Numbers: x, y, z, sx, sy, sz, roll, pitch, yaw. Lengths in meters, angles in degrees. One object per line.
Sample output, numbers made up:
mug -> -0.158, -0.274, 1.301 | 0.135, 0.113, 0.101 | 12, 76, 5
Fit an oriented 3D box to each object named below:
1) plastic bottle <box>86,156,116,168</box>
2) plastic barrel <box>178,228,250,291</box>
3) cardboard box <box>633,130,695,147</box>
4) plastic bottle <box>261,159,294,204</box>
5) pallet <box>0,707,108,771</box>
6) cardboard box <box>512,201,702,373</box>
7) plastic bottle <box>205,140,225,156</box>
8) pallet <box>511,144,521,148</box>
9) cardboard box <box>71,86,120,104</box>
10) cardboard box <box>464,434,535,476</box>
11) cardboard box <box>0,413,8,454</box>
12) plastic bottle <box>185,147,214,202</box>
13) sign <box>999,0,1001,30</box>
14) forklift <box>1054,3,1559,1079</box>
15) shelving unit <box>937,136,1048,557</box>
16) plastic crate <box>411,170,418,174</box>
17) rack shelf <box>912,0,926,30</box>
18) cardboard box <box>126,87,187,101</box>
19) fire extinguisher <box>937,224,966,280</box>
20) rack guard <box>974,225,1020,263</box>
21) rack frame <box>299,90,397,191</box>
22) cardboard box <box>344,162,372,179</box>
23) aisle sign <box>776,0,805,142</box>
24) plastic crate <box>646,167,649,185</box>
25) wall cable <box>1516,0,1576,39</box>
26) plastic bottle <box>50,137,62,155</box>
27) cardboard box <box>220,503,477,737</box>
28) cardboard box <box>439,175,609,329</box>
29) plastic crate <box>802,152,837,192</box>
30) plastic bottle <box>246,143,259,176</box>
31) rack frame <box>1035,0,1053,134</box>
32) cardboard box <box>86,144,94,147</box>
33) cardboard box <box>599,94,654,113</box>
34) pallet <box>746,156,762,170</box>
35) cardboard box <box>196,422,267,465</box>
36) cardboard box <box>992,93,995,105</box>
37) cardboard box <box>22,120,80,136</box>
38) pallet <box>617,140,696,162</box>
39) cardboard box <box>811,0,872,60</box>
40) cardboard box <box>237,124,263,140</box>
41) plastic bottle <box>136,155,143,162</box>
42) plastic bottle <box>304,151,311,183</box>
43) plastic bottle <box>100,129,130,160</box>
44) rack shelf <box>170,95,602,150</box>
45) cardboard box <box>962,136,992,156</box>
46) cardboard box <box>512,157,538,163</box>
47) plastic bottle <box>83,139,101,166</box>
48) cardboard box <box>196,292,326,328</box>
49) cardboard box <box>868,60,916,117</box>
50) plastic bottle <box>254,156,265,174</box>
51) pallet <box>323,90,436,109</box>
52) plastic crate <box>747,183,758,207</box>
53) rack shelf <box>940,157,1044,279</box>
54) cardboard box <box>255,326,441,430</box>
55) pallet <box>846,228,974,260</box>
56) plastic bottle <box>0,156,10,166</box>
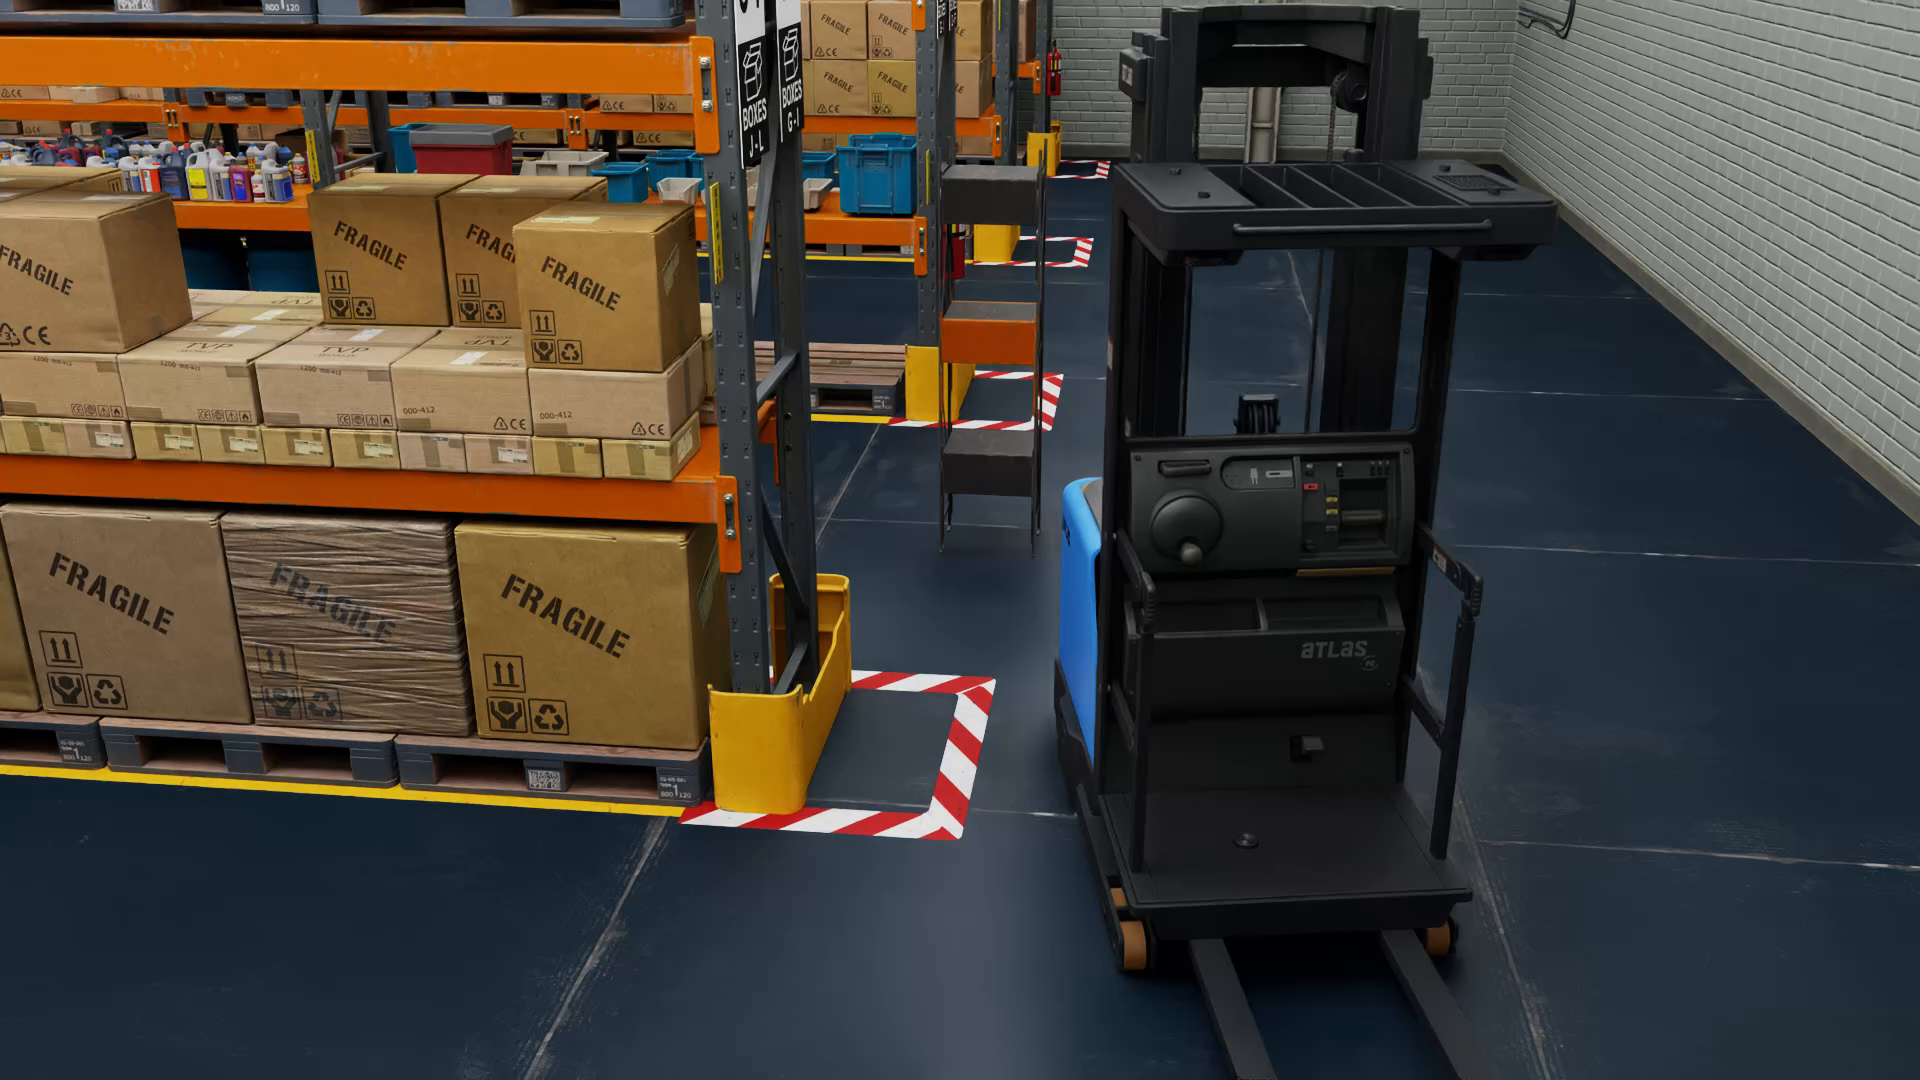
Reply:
plastic bottle -> -5.779, -2.448, 11.221 | 0.135, 0.276, 0.152 | 2, 22, 6
plastic barrel -> -5.363, -1.833, 11.780 | 0.708, 0.901, 0.600 | 2, 22, 6
cardboard box -> -3.617, -5.347, 20.737 | 0.750, 0.750, 0.750 | 3, 22, 7
plastic bottle -> -4.551, -2.395, 11.086 | 0.135, 0.276, 0.152 | 2, 22, 6
pallet -> -3.959, 0.613, 7.102 | 1.213, 0.211, 1.003 | 2, 22, 6
cardboard box -> -1.247, -0.914, 5.952 | 0.500, 0.500, 0.500 | 3, 22, 7
plastic bottle -> -5.318, -2.709, 11.871 | 0.133, 0.283, 0.061 | 2, 22, 6
pallet -> -6.154, -4.985, 21.262 | 1.213, 0.211, 1.003 | 2, 22, 6
cardboard box -> -8.433, -4.356, 16.220 | 0.250, 0.149, 0.380 | 2, 22, 6
cardboard box -> -1.634, -0.372, 6.143 | 0.250, 0.149, 0.380 | 3, 22, 6
cardboard box -> -3.666, -0.461, 6.367 | 0.250, 0.149, 0.380 | 2, 22, 5
plastic bottle -> -5.073, -2.451, 11.126 | 0.185, 0.351, 0.144 | 2, 22, 6
sign -> 0.352, -4.672, 14.674 | 0.005, 0.325, 0.100 | 2, 22, 6
forklift -> 1.031, -0.091, 5.183 | 1.130, 2.935, 3.031 | -2, 22, -4
shelving unit -> 0.164, -0.969, 8.536 | 0.503, 2.100, 0.431 | 2, 22, 6
plastic crate -> -3.677, -2.386, 11.173 | 0.243, 0.136, 0.396 | 2, 22, 6
rack shelf -> -2.136, -3.527, 10.681 | 4.000, 0.370, 1.077 | 2, 22, 6
cardboard box -> -7.863, -4.525, 16.427 | 0.500, 0.311, 0.500 | 4, 22, 10
fire extinguisher -> -0.053, -1.999, 10.527 | 0.183, 0.674, 0.296 | 2, 22, 6
rack guard -> 0.362, -3.030, 15.923 | 0.348, 0.500, 1.175 | 2, 22, 6
rack frame -> -4.122, -2.553, 11.319 | 0.127, 3.000, 1.000 | 2, 22, 6
cardboard box -> -6.071, -3.409, 16.284 | 0.500, 0.500, 0.500 | 2, 22, 6
aisle sign -> -0.626, -1.887, 6.098 | 0.004, 0.787, 0.394 | 2, 22, 6
plastic crate -> -2.357, -2.493, 11.443 | 0.466, 0.136, 0.293 | 2, 22, 6
wall cable -> 6.591, -6.968, 18.549 | 0.112, 2.526, 3.097 | 2, 22, 6
plastic bottle -> -6.507, -2.761, 12.002 | 0.133, 0.283, 0.061 | 2, 22, 6
cardboard box -> -2.281, 0.183, 6.716 | 0.875, 0.875, 0.875 | 2, 22, 6
cardboard box -> -1.674, -1.130, 6.498 | 0.500, 0.500, 0.500 | 2, 22, 5
plastic crate -> -1.010, -2.490, 11.304 | 0.300, 0.233, 0.416 | 2, 22, 6
plastic bottle -> -5.012, -2.684, 11.823 | 0.097, 0.271, 0.097 | 0, 22, 0
rack frame -> 1.016, -5.997, 20.030 | 0.127, 3.000, 1.000 | 2, 22, 6
cardboard box -> -9.022, -3.885, 17.092 | 0.500, 0.311, 0.500 | 2, 22, 5
cardboard box -> -3.061, -4.287, 15.567 | 0.500, 0.500, 0.500 | 3, 22, 8
pallet -> -2.210, -4.812, 20.825 | 1.213, 0.211, 1.003 | 2, 22, 6
cardboard box -> -2.643, -0.417, 6.255 | 0.250, 0.149, 0.380 | 3, 22, 7
cardboard box -> 0.457, -5.393, 20.448 | 0.250, 0.149, 0.380 | 3, 22, 7
cardboard box -> -11.936, -5.589, 21.799 | 0.500, 0.500, 0.500 | 1, 22, 2
pallet -> -3.731, -4.880, 20.995 | 1.213, 0.211, 1.003 | 2, 22, 6
cardboard box -> -1.055, -4.661, 15.154 | 0.500, 0.500, 0.500 | 3, 22, 8
cardboard box -> -9.146, -5.492, 21.553 | 0.500, 0.500, 0.700 | 3, 22, 7
plastic bottle -> -5.552, -2.482, 11.314 | 0.097, 0.271, 0.097 | 0, 22, 0
plastic bottle -> -4.568, -2.677, 11.789 | 0.133, 0.283, 0.061 | 2, 22, 6
plastic bottle -> -6.038, -2.757, 11.899 | 0.185, 0.351, 0.144 | 2, 22, 6
rack shelf -> -5.521, -4.114, 16.244 | 4.000, 0.370, 1.077 | 2, 22, 6
cardboard box -> 0.309, -5.024, 20.397 | 0.500, 0.500, 0.700 | 2, 22, 6
cardboard box -> -4.518, -3.533, 16.597 | 0.500, 0.500, 0.500 | 3, 22, 7
plastic bottle -> -6.198, -2.725, 11.911 | 0.133, 0.283, 0.061 | 2, 22, 6
cardboard box -> -2.712, -0.824, 6.743 | 0.500, 0.250, 0.500 | 2, 22, 5
cardboard box -> -0.555, -4.176, 15.288 | 0.500, 0.500, 0.500 | 3, 22, 7
plastic bottle -> -4.896, -2.590, 11.680 | 0.097, 0.201, 0.097 | 0, 22, 0
pallet -> -5.576, -4.363, 16.157 | 1.213, 0.211, 1.003 | 2, 22, 6
plastic crate -> -1.267, -2.273, 10.885 | 0.243, 0.136, 0.396 | 2, 22, 6
rack shelf -> 0.164, -1.608, 8.283 | 0.480, 0.518, 0.431 | 2, 22, 6
cardboard box -> -2.254, -0.609, 6.199 | 0.500, 0.250, 0.500 | 2, 22, 4
pallet -> -0.430, -2.929, 16.062 | 1.213, 0.211, 1.003 | 2, 22, 6
plastic bottle -> -6.444, -2.465, 11.270 | 0.097, 0.271, 0.097 | 0, 22, 0
